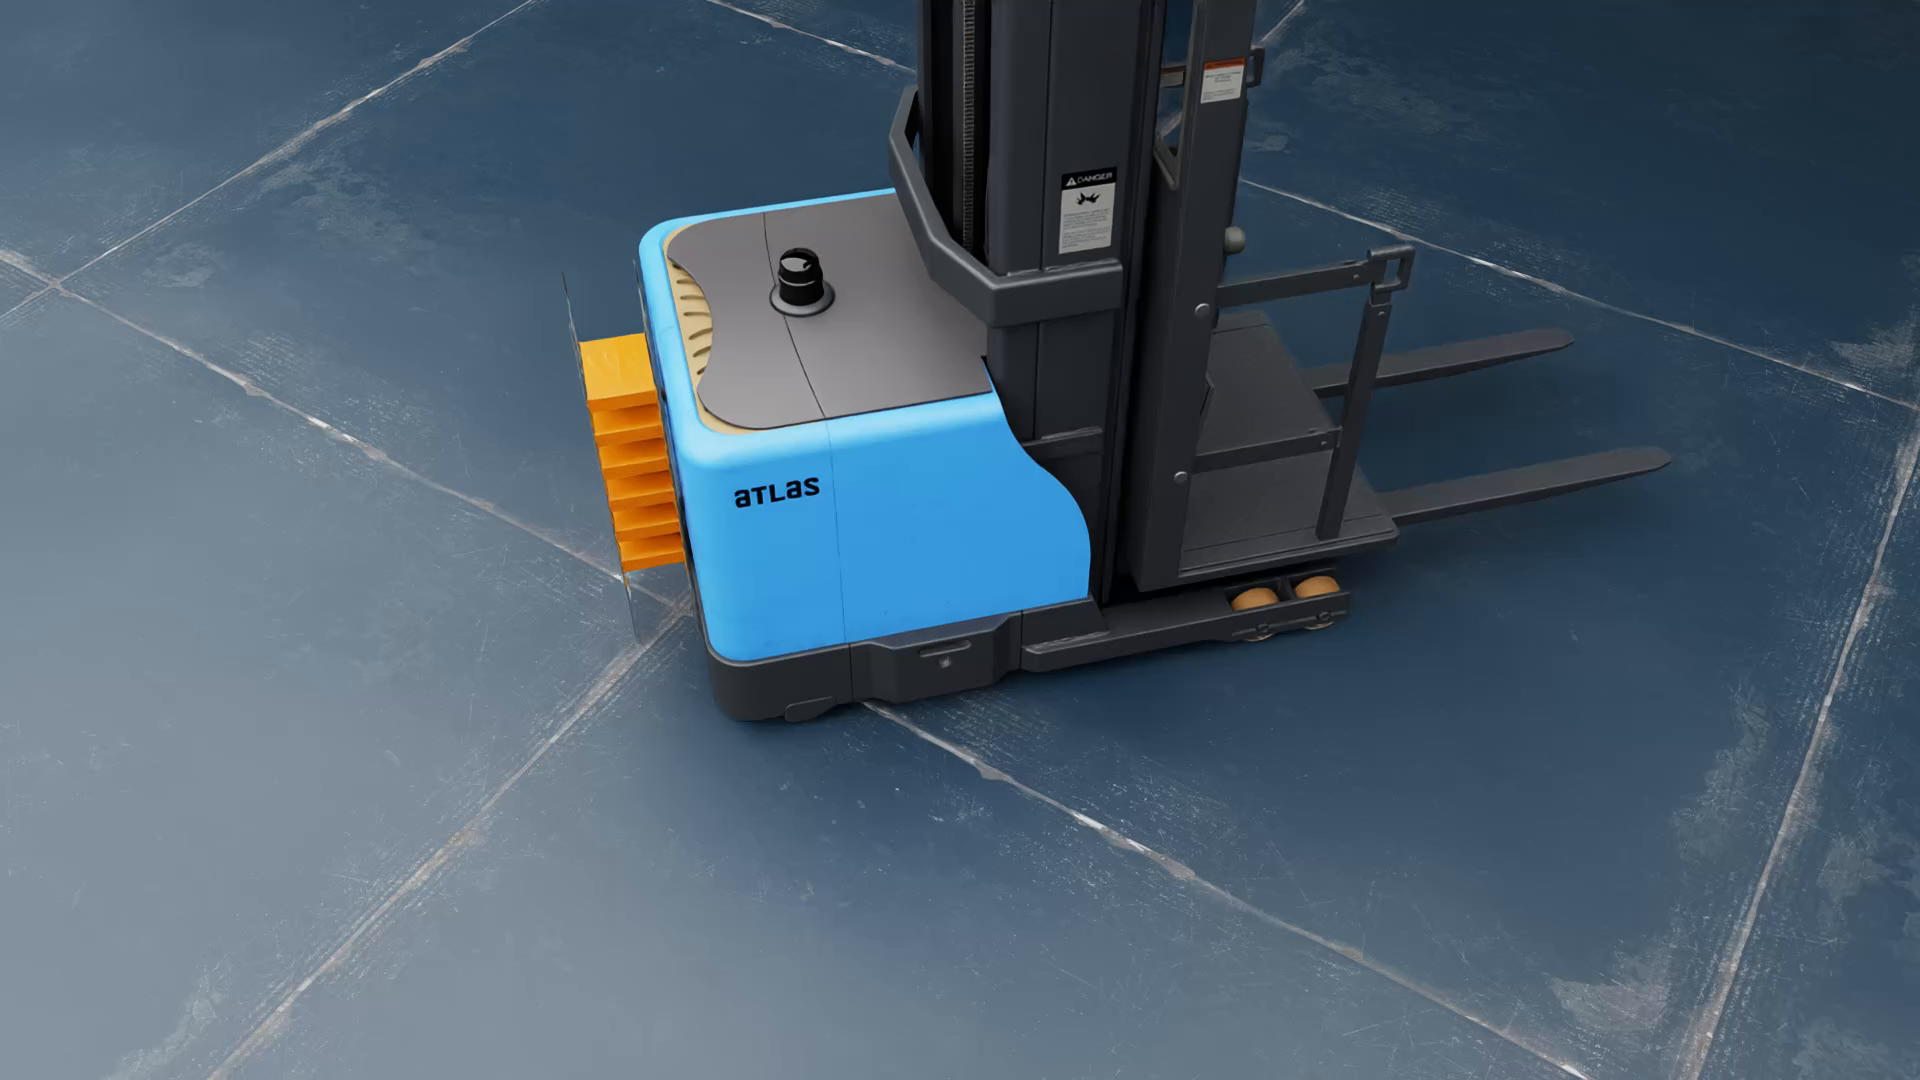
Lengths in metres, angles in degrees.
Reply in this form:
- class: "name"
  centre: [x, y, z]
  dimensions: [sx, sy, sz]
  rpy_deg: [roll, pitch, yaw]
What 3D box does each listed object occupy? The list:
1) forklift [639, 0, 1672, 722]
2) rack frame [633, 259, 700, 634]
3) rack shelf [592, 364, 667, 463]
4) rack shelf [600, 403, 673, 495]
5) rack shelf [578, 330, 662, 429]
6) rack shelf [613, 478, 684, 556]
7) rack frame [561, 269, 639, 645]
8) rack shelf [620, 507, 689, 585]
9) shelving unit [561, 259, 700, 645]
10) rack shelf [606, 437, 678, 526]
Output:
- class: "forklift"
  centre: [0.672, -1.079, 4.255]
  dimensions: [3.031, 2.935, 1.130]
  rpy_deg: [-10, 47, -10]
- class: "rack frame"
  centre: [-0.810, -0.222, 4.629]
  dimensions: [0.006, 1.200, 0.240]
  rpy_deg: [-10, 47, -10]
- class: "rack shelf"
  centre: [-0.899, -0.342, 4.473]
  dimensions: [0.180, 0.103, 0.258]
  rpy_deg: [-10, 47, -10]
- class: "rack shelf"
  centre: [-0.899, -0.258, 4.559]
  dimensions: [0.180, 0.103, 0.258]
  rpy_deg: [-10, 47, -10]
- class: "rack shelf"
  centre: [-0.899, -0.425, 4.387]
  dimensions: [0.180, 0.103, 0.258]
  rpy_deg: [-10, 47, -10]
- class: "rack shelf"
  centre: [-0.899, -0.091, 4.731]
  dimensions: [0.180, 0.103, 0.258]
  rpy_deg: [-10, 47, -10]
- class: "rack frame"
  centre: [-0.987, -0.189, 4.597]
  dimensions: [0.006, 1.200, 0.240]
  rpy_deg: [-10, 47, -10]
- class: "rack shelf"
  centre: [-0.899, -0.007, 4.817]
  dimensions: [0.180, 0.103, 0.258]
  rpy_deg: [-10, 47, -10]
- class: "shelving unit"
  centre: [-0.899, -0.206, 4.613]
  dimensions: [0.189, 1.200, 0.258]
  rpy_deg: [-10, 47, -10]
- class: "rack shelf"
  centre: [-0.899, -0.175, 4.645]
  dimensions: [0.180, 0.103, 0.258]
  rpy_deg: [-10, 47, -10]
